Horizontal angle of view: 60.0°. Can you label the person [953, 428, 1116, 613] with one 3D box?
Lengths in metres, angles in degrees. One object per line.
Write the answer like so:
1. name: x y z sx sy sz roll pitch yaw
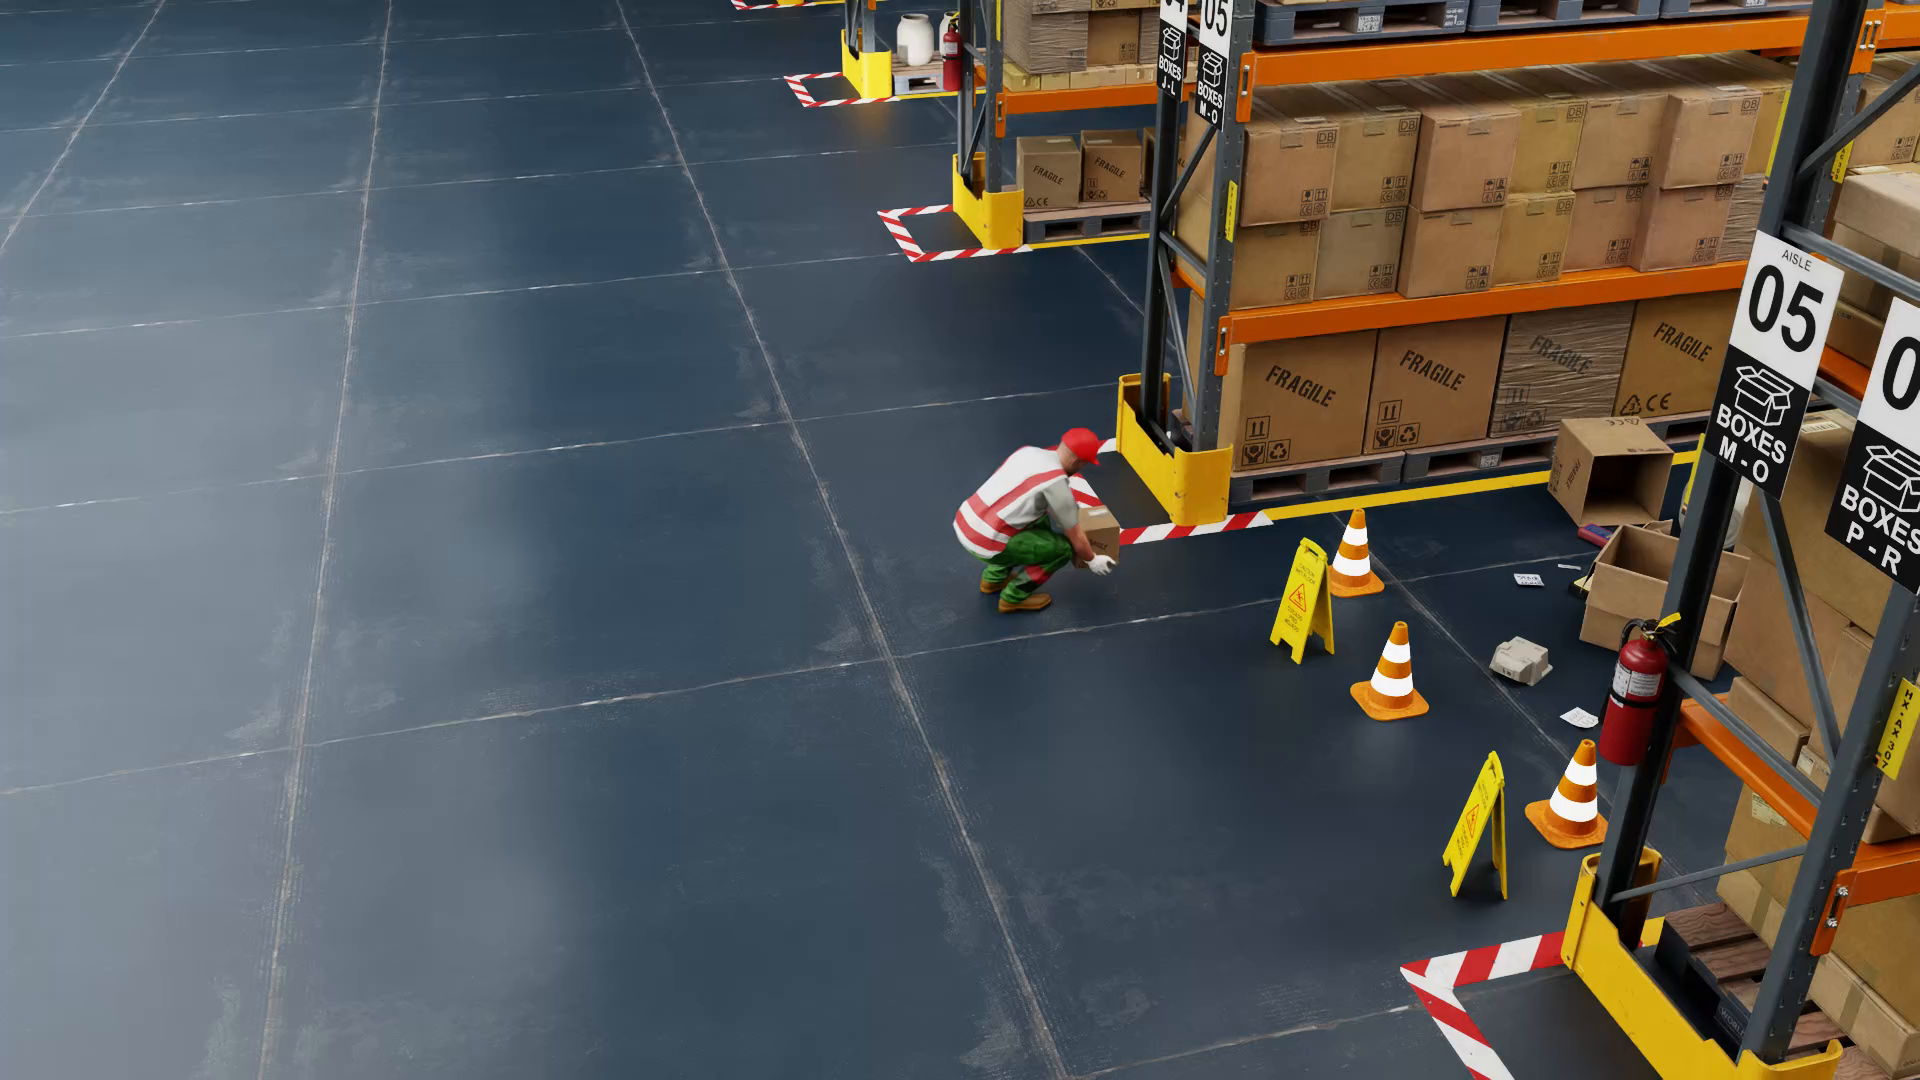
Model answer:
1. person: 0.402 -0.127 9.243 0.884 0.991 0.567 -8 31 -13
